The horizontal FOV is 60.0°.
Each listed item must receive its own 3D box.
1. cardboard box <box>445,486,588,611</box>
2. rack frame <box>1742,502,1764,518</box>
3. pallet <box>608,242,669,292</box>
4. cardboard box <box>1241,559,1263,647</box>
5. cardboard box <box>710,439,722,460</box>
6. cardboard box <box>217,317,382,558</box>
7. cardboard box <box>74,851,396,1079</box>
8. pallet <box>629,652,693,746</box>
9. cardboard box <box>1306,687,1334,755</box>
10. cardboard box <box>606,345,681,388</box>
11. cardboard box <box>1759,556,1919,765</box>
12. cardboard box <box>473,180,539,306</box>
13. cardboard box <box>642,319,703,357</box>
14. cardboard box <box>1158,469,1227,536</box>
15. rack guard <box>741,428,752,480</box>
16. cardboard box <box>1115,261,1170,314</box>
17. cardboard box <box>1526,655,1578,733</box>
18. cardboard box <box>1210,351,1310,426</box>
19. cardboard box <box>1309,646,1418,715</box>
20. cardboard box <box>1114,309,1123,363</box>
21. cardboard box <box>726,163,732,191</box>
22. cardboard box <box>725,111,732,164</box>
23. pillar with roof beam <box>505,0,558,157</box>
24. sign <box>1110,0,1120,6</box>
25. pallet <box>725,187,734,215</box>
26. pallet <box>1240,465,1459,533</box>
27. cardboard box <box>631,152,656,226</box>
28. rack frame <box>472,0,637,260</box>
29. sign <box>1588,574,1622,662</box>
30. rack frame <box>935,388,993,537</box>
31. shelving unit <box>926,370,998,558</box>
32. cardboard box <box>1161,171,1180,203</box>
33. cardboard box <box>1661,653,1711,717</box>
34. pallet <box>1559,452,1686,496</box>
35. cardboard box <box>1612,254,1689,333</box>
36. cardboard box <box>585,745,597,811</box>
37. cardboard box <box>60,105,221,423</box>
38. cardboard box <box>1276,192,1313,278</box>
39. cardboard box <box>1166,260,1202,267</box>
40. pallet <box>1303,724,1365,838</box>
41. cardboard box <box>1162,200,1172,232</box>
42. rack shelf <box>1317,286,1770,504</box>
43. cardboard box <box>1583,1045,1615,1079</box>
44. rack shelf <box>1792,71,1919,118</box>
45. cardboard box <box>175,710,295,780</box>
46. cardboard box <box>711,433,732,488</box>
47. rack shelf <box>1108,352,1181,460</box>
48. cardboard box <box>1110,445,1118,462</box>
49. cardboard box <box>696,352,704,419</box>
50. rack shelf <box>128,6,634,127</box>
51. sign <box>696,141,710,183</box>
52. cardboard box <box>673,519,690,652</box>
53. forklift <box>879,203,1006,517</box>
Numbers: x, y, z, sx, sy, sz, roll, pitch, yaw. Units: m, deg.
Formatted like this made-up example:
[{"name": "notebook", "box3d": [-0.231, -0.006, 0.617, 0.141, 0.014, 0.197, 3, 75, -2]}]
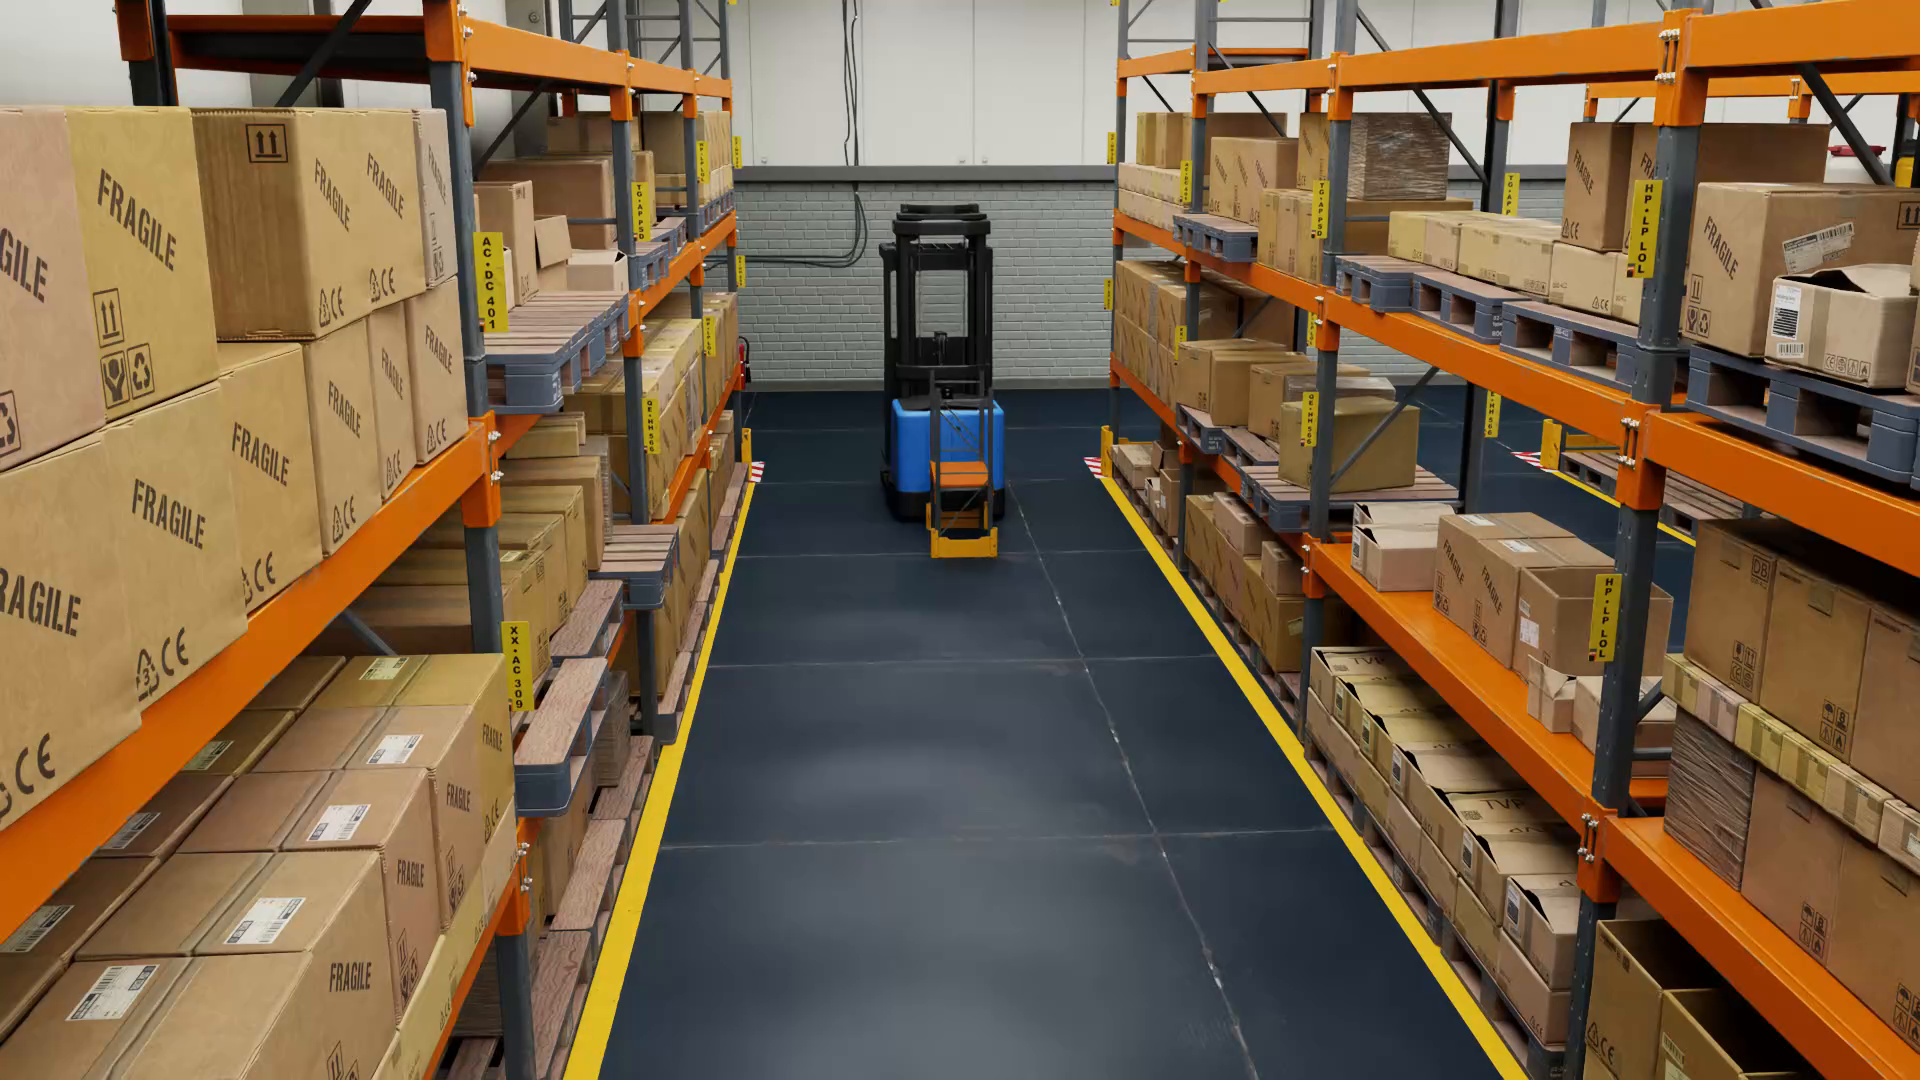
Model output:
[{"name": "cardboard box", "box3d": [-2.192, 0.040, 7.992, 0.700, 0.500, 0.500, -1, 14, -3]}, {"name": "rack frame", "box3d": [7.310, -1.273, 14.177, 1.000, 3.000, 0.127, -1, 14, -3]}, {"name": "pallet", "box3d": [-2.423, -1.646, 9.985, 1.213, 0.211, 1.003, 0, 14, -1]}, {"name": "cardboard box", "box3d": [2.290, 0.437, 11.664, 0.500, 0.500, 0.500, -1, 14, -5]}, {"name": "cardboard box", "box3d": [-2.394, -0.832, 15.336, 0.380, 0.149, 0.250, -1, 14, -5]}, {"name": "cardboard box", "box3d": [-1.714, -0.256, 3.965, 0.500, 0.500, 0.500, -1, 15, -6]}, {"name": "cardboard box", "box3d": [-1.654, 1.061, 3.862, 0.500, 0.500, 0.500, 0, 14, -2]}, {"name": "pallet", "box3d": [-2.304, 1.028, 10.830, 1.003, 0.211, 1.213, -1, 14, -3]}, {"name": "cardboard box", "box3d": [2.353, 1.061, 9.784, 0.500, 0.250, 0.500, -1, 14, -4]}, {"name": "cardboard box", "box3d": [-2.208, -1.192, 11.521, 0.500, 0.250, 0.500, -1, 14, -5]}, {"name": "cardboard box", "box3d": [2.928, 0.352, 5.060, 0.700, 0.500, 0.500, -1, 14, -4]}, {"name": "cardboard box", "box3d": [-2.113, -1.279, 7.137, 0.500, 0.500, 0.500, -1, 14, -5]}, {"name": "cardboard box", "box3d": [-2.294, -1.573, 13.001, 0.500, 0.250, 0.500, -1, 14, -2]}, {"name": "cardboard box", "box3d": [2.048, -0.337, 14.674, 0.500, 0.500, 0.500, -1, 14, -3]}, {"name": "rack guard", "box3d": [-2.827, -0.910, 17.784, 1.175, 0.500, 0.348, -1, 14, -3]}, {"name": "cardboard box", "box3d": [1.882, -2.610, 17.168, 0.500, 0.500, 0.500, 0, 14, -2]}, {"name": "cardboard box", "box3d": [2.624, 0.642, 7.006, 0.396, 0.266, 0.258, -1, 14, -5]}, {"name": "cardboard box", "box3d": [2.278, -1.158, 12.686, 0.700, 0.500, 0.500, 1, 14, 5]}, {"name": "cardboard box", "box3d": [2.353, 0.789, 9.714, 0.500, 0.311, 0.500, 0, 14, -2]}, {"name": "cardboard box", "box3d": [1.882, -2.126, 17.293, 0.500, 0.500, 0.500, -1, 14, -2]}, {"name": "cardboard box", "box3d": [-2.516, -3.568, 16.337, 0.500, 0.250, 0.500, 0, 14, -2]}, {"name": "cardboard box", "box3d": [-2.508, -3.932, 16.245, 0.500, 0.500, 0.500, -1, 14, -4]}, {"name": "pillar with roof beam", "box3d": [0.812, -4.252, 13.718, 9.100, 9.000, 0.400, -1, 14, -3]}, {"name": "sign", "box3d": [1.577, -5.580, 16.844, 0.100, 0.325, 0.005, -1, 14, -3]}, {"name": "pallet", "box3d": [-2.769, -3.340, 16.370, 1.003, 0.211, 1.213, -1, 14, -3]}, {"name": "pallet", "box3d": [2.502, -0.277, 10.692, 1.213, 0.211, 1.003, -1, 14, -3]}, {"name": "cardboard box", "box3d": [-2.534, -2.476, 11.750, 0.700, 0.500, 0.500, -1, 14, -4]}, {"name": "rack frame", "box3d": [-2.330, -3.030, 8.969, 1.000, 3.000, 0.127, -1, 14, -3]}, {"name": "sign", "box3d": [2.321, 0.281, 5.974, 0.100, 0.325, 0.005, -1, 14, -3]}, {"name": "rack frame", "box3d": [0.037, -0.579, 14.489, 0.500, 1.500, 0.032, -1, 14, -3]}, {"name": "shelving unit", "box3d": [0.005, -0.707, 14.989, 0.587, 1.500, 1.083, -1, 14, -3]}, {"name": "cardboard box", "box3d": [2.037, -3.061, 14.403, 0.500, 0.250, 0.500, -1, 14, -3]}, {"name": "cardboard box", "box3d": [2.685, 0.500, 5.786, 0.380, 0.149, 0.250, -1, 14, -4]}, {"name": "pallet", "box3d": [7.075, -0.711, 17.591, 1.003, 0.211, 1.213, -1, 14, -3]}, {"name": "cardboard box", "box3d": [2.833, -0.944, 6.339, 0.500, 0.250, 0.500, 1, 14, 2]}, {"name": "cardboard box", "box3d": [-2.318, 1.181, 8.775, 0.700, 0.500, 0.500, -1, 14, -4]}, {"name": "cardboard box", "box3d": [-1.639, -0.483, 2.840, 0.500, 0.500, 0.500, 0, 14, -2]}, {"name": "cardboard box", "box3d": [2.522, -1.938, 10.544, 0.910, 0.500, 0.500, -1, 14, -3]}, {"name": "cardboard box", "box3d": [2.420, -2.618, 17.199, 0.500, 0.500, 0.500, -1, 14, -4]}, {"name": "pallet", "box3d": [2.626, 1.353, 9.566, 1.003, 0.211, 1.213, -1, 14, -3]}, {"name": "cardboard box", "box3d": [2.050, -2.819, 14.466, 0.500, 0.250, 0.500, -1, 14, -3]}, {"name": "rack shelf", "box3d": [2.738, -0.809, 7.800, 1.077, 0.370, 4.000, -1, 14, -3]}, {"name": "cardboard box", "box3d": [2.588, 2.041, 5.975, 0.500, 0.250, 0.500, -1, 14, -3]}, {"name": "rack shelf", "box3d": [7.434, -3.139, 11.636, 1.077, 0.370, 4.000, -1, 14, -3]}, {"name": "cardboard box", "box3d": [-2.233, 0.818, 4.806, 0.500, 0.500, 0.500, -1, 14, -4]}, {"name": "cardboard box", "box3d": [-2.652, -0.810, 16.554, 0.700, 0.500, 0.500, -1, 14, -4]}, {"name": "rack shelf", "box3d": [2.242, -1.346, 15.906, 1.077, 0.370, 4.000, -1, 14, -3]}, {"name": "cardboard box", "box3d": [1.801, -0.915, 17.625, 0.380, 0.149, 0.250, -1, 14, -3]}, {"name": "cardboard box", "box3d": [-2.298, -1.211, 13.100, 0.500, 0.500, 0.500, -1, 14, -4]}, {"name": "rack shelf", "box3d": [-2.206, -1.991, 7.175, 1.077, 0.370, 4.000, -1, 14, -3]}, {"name": "sign", "box3d": [-2.037, -2.986, 13.147, 0.100, 0.325, 0.005, -1, 14, -3]}, {"name": "cardboard box", "box3d": [-2.293, 0.310, 11.498, 0.750, 0.750, 0.750, -1, 14, -4]}, {"name": "forklift", "box3d": [-0.246, -1.957, 16.973, 1.130, 2.935, 3.031, -2, 15, -6]}]
